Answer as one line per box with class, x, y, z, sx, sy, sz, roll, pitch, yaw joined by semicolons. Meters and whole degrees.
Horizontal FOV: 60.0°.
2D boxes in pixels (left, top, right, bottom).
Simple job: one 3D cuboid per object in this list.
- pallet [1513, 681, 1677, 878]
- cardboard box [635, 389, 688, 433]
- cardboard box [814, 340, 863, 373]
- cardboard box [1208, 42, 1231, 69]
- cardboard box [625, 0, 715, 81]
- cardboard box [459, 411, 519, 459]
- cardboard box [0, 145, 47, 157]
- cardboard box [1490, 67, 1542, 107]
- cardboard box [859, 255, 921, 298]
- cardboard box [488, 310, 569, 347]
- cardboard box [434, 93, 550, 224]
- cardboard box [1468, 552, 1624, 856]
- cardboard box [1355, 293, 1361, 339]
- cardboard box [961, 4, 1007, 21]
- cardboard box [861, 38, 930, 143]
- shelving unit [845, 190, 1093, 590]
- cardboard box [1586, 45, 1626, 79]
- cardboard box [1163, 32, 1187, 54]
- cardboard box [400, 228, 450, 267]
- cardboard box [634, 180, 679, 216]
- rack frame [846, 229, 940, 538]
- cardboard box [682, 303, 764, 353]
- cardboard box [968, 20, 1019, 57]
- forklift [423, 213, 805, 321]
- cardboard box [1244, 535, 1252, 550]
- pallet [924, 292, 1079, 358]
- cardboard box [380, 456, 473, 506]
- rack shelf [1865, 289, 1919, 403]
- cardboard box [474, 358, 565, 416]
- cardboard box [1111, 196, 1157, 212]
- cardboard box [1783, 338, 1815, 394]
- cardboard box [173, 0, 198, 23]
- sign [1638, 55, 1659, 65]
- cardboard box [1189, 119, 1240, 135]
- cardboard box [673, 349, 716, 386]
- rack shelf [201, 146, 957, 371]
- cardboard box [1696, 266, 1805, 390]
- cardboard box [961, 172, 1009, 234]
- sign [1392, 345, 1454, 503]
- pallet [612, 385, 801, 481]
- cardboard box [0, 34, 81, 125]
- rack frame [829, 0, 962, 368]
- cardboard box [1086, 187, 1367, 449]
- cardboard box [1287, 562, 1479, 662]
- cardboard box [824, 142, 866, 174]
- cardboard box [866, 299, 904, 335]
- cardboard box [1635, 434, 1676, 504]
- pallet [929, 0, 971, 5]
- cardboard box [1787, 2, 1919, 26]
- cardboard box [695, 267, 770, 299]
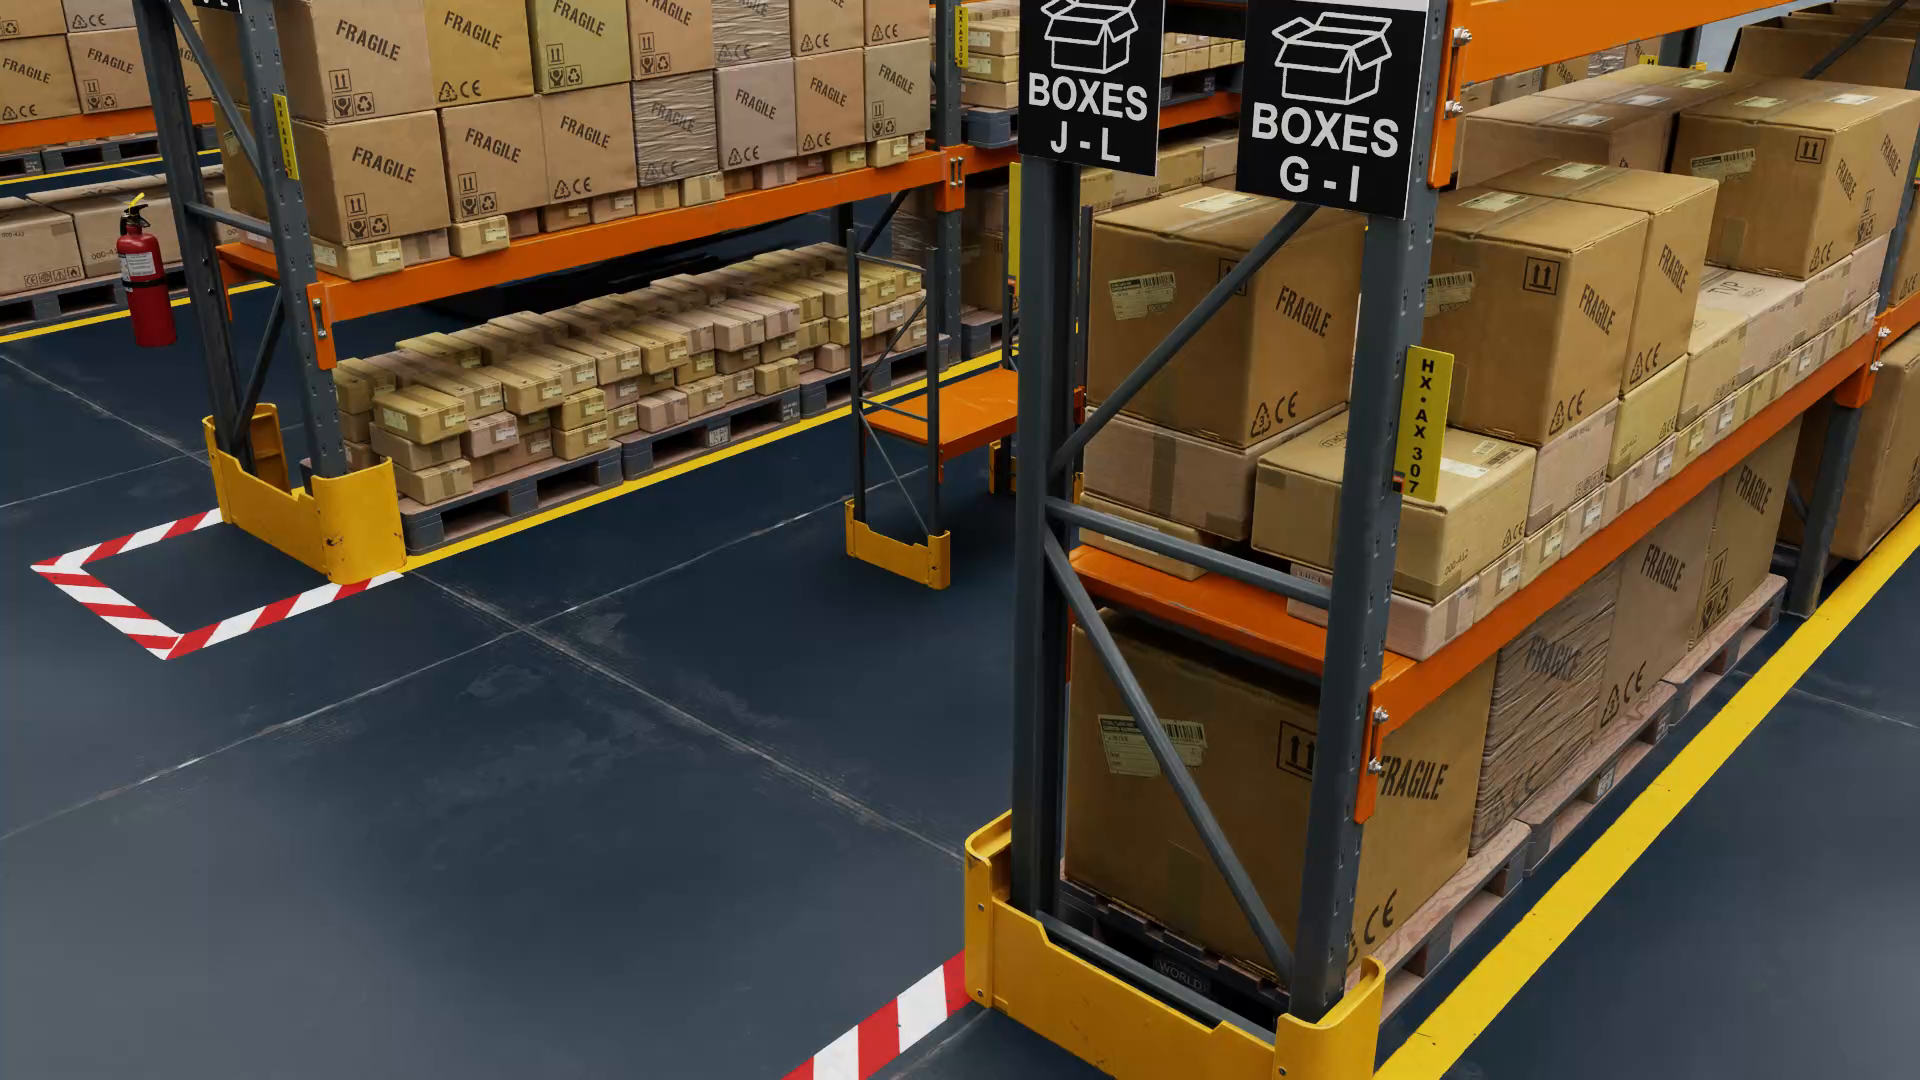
pallet;1.843;0.676;5.985;1.003;0.211;1.213;20;31;38
cardboard box;-1.628;-0.693;8.601;0.380;0.149;0.250;18;30;35
cardboard box;-0.775;-1.089;9.485;0.380;0.149;0.250;19;30;36
cardboard box;1.594;-3.275;11.181;0.380;0.149;0.250;19;30;35
cardboard box;-1.542;-2.513;7.980;0.500;0.500;0.500;19;30;36
cardboard box;-2.307;-0.531;7.876;0.380;0.149;0.250;20;31;37
cardboard box;-8.754;-3.800;15.100;0.700;0.500;0.500;19;30;36
cardboard box;4.589;-3.954;15.140;1.050;0.750;0.750;20;31;37
cardboard box;-0.447;-1.548;9.781;0.380;0.149;0.250;21;32;39
cardboard box;-2.262;-1.073;8.720;0.380;0.149;0.250;22;32;39
cardboard box;-2.229;-1.760;7.522;0.500;0.500;0.500;20;31;38
cardboard box;1.528;0.322;5.449;0.875;0.875;0.875;20;31;38
cardboard box;1.358;-0.559;5.150;0.500;0.250;0.500;19;30;36
cardboard box;0.072;-3.250;10.399;0.380;0.149;0.250;19;30;36
cardboard box;-0.516;-2.522;9.224;0.500;0.500;0.500;20;31;38
shelving unit;0.051;-0.708;7.495;0.587;1.500;1.083;20;31;38
cardboard box;6.007;-4.673;16.590;0.875;0.875;0.875;20;31;38
cardboard box;1.245;-3.250;10.762;0.380;0.149;0.250;19;31;37
cardboard box;-2.473;-1.330;7.358;0.380;0.149;0.250;22;32;39
cardboard box;-1.609;-1.731;8.251;0.380;0.149;0.250;22;32;39
rack frame;-0.282;-0.555;7.156;0.500;1.500;0.032;20;31;38
cardboard box;-1.263;-1.131;8.850;0.380;0.149;0.250;19;30;36
cardboard box;0.202;-2.909;9.637;0.380;0.149;0.250;22;32;40
forklift;-2.391;-3.262;11.443;1.130;2.935;3.031;18;30;34
cardboard box;0.718;-0.125;4.670;0.380;0.149;0.250;21;31;38
pallet;0.115;-1.531;10.906;1.003;0.211;1.213;20;31;38
cardboard box;-2.485;-0.310;7.746;0.380;0.149;0.250;21;32;39
rack shelf;4.558;-1.462;8.223;1.077;0.370;4.000;20;31;38
cardboard box;-2.112;-0.735;7.966;0.380;0.149;0.250;20;31;37
cardboard box;0.979;-2.094;11.297;0.500;0.500;0.500;21;31;38
cardboard box;2.749;-0.649;5.837;0.380;0.149;0.250;21;31;38
cardboard box;-5.284;-3.709;11.011;0.500;0.500;0.500;20;31;38
sign;2.812;-1.818;6.820;0.100;0.325;0.005;20;31;38
cardboard box;2.005;-2.898;12.172;0.500;0.250;0.500;19;31;36
cardboard box;-1.513;-0.959;8.829;0.380;0.149;0.250;22;32;40
rack shelf;-1.738;-1.628;8.594;1.077;0.370;4.000;20;31;38
cardboard box;2.440;-0.728;5.526;0.500;0.250;0.500;21;32;39
cardboard box;0.287;-2.112;10.419;0.500;0.250;0.500;19;30;35
sign;0.963;-0.240;3.463;0.100;0.325;0.005;20;31;38
pallet;-1.639;-0.706;9.066;1.003;0.211;1.213;20;31;38
cardboard box;-5.975;-2.943;10.525;0.500;0.500;0.500;20;31;37
rack frame;-0.403;-2.566;9.806;1.000;3.000;0.127;20;31;38
cardboard box;0.683;-0.591;4.306;0.500;0.500;0.500;21;31;38
cardboard box;1.036;0.135;4.090;0.380;0.149;0.250;21;31;38
cardboard box;-0.733;-2.127;9.134;0.380;0.149;0.250;22;32;39
cardboard box;-0.548;-1.324;9.643;0.380;0.149;0.250;18;30;35
cardboard box;1.892;-0.258;4.965;0.380;0.149;0.250;20;31;37
pallet;-0.197;-5.632;16.879;1.003;0.211;1.213;20;31;38
cardboard box;4.110;-2.087;7.389;0.797;0.503;0.637;21;31;38
cardboard box;-1.304;-1.436;9.530;0.380;0.149;0.250;19;30;36
